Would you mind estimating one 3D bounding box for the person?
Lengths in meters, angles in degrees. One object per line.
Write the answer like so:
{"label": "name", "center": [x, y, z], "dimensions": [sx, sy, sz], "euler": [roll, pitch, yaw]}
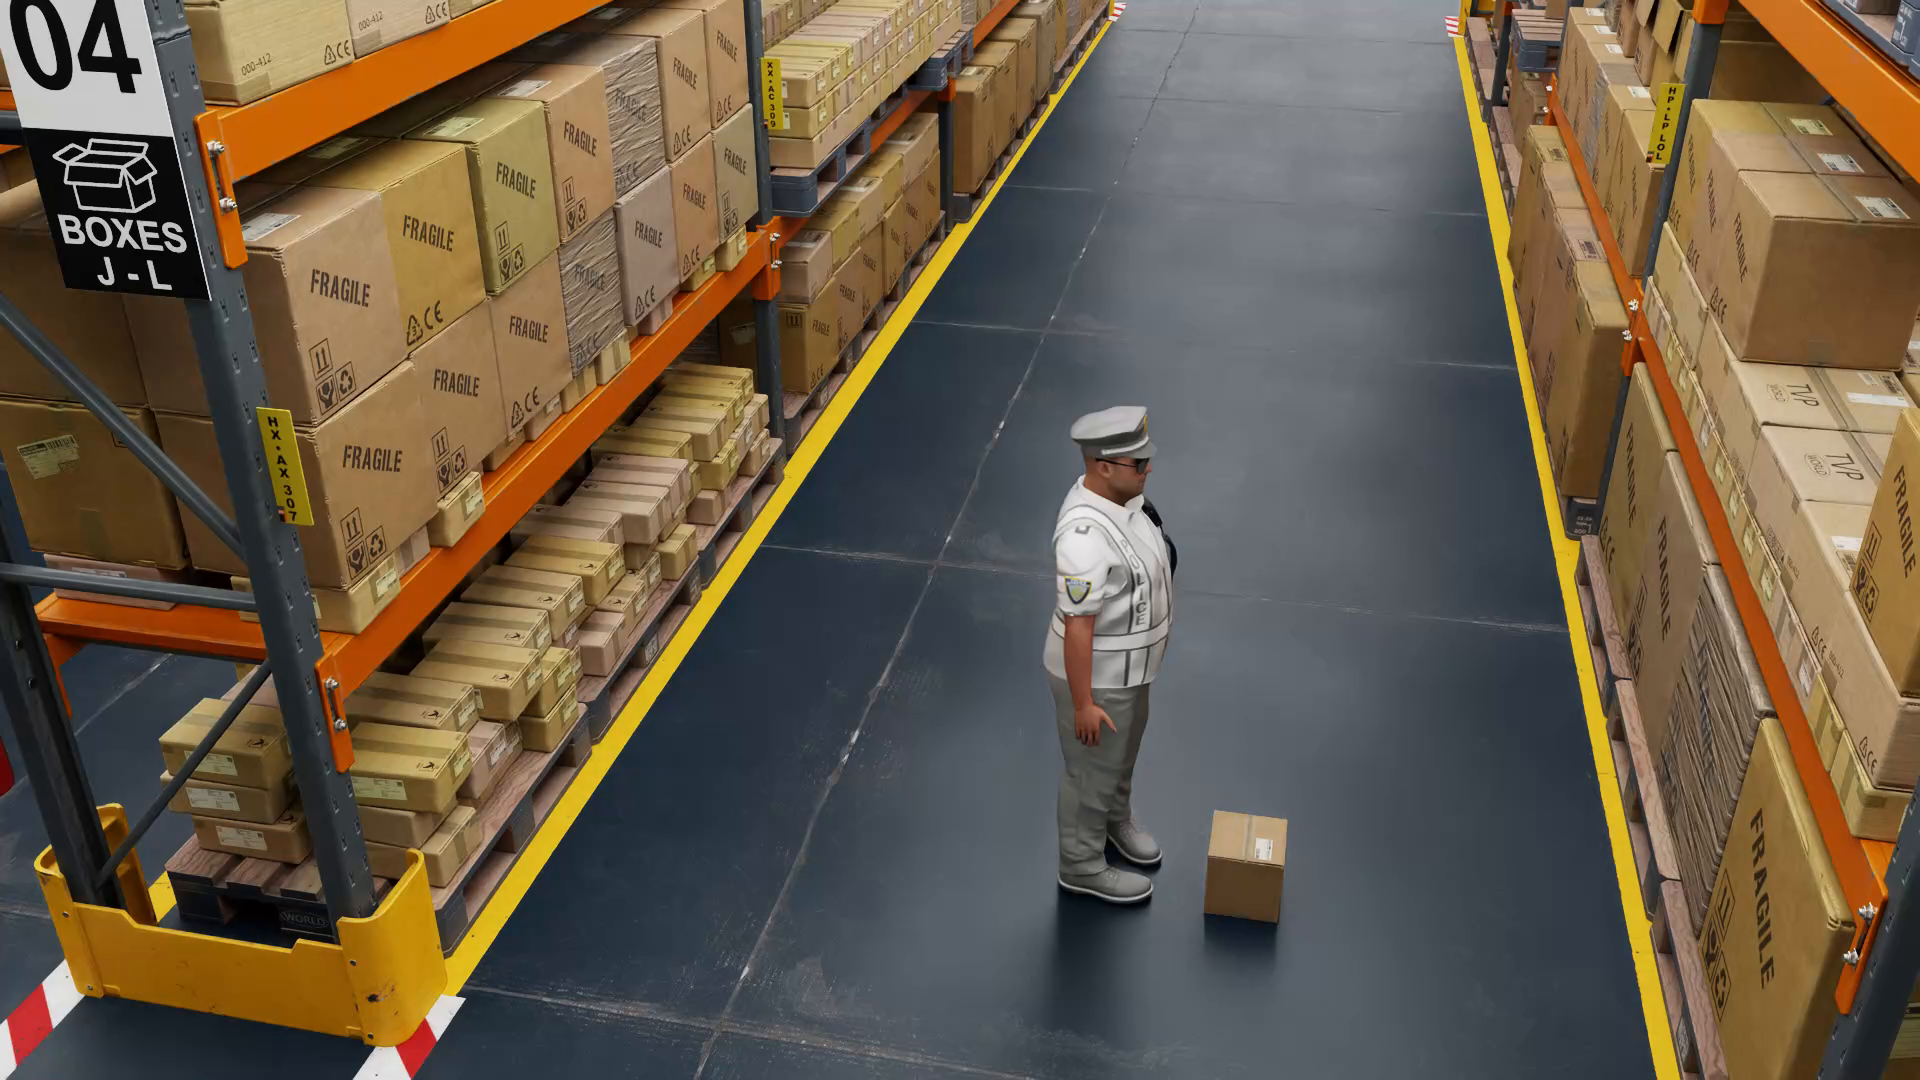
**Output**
{"label": "person", "center": [0.484, 0.388, 5.385], "dimensions": [0.409, 1.762, 0.590], "euler": [8, 30, 15]}
